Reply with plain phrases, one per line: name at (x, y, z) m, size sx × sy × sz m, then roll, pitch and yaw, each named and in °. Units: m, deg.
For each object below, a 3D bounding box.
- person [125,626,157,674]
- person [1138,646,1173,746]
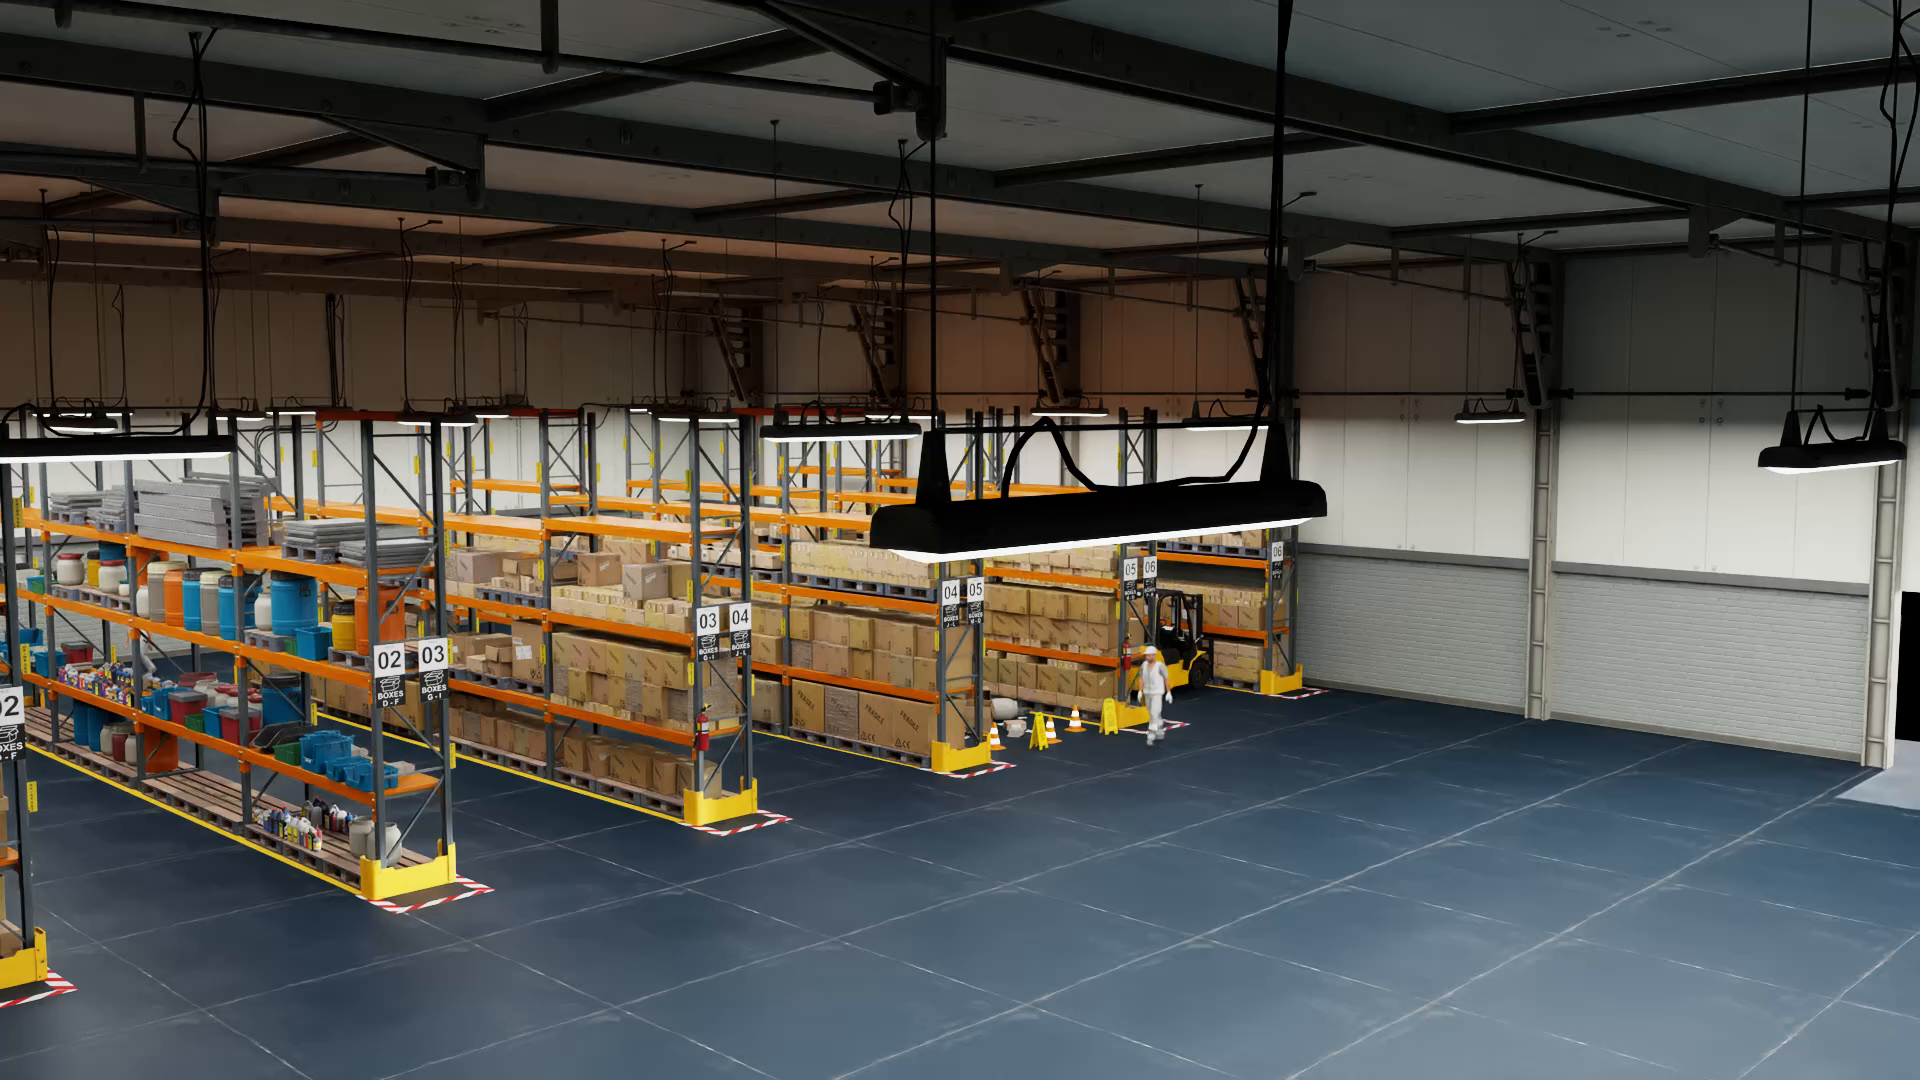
person at (-18.126, 2.271, 36.760) m, size 0.506 × 1.626 × 0.992 m, roll 1°, pitch 5°, yaw 16°
person at (3.460, 2.781, 29.966) m, size 0.591 × 1.733 × 0.940 m, roll 5°, pitch 7°, yaw 42°
